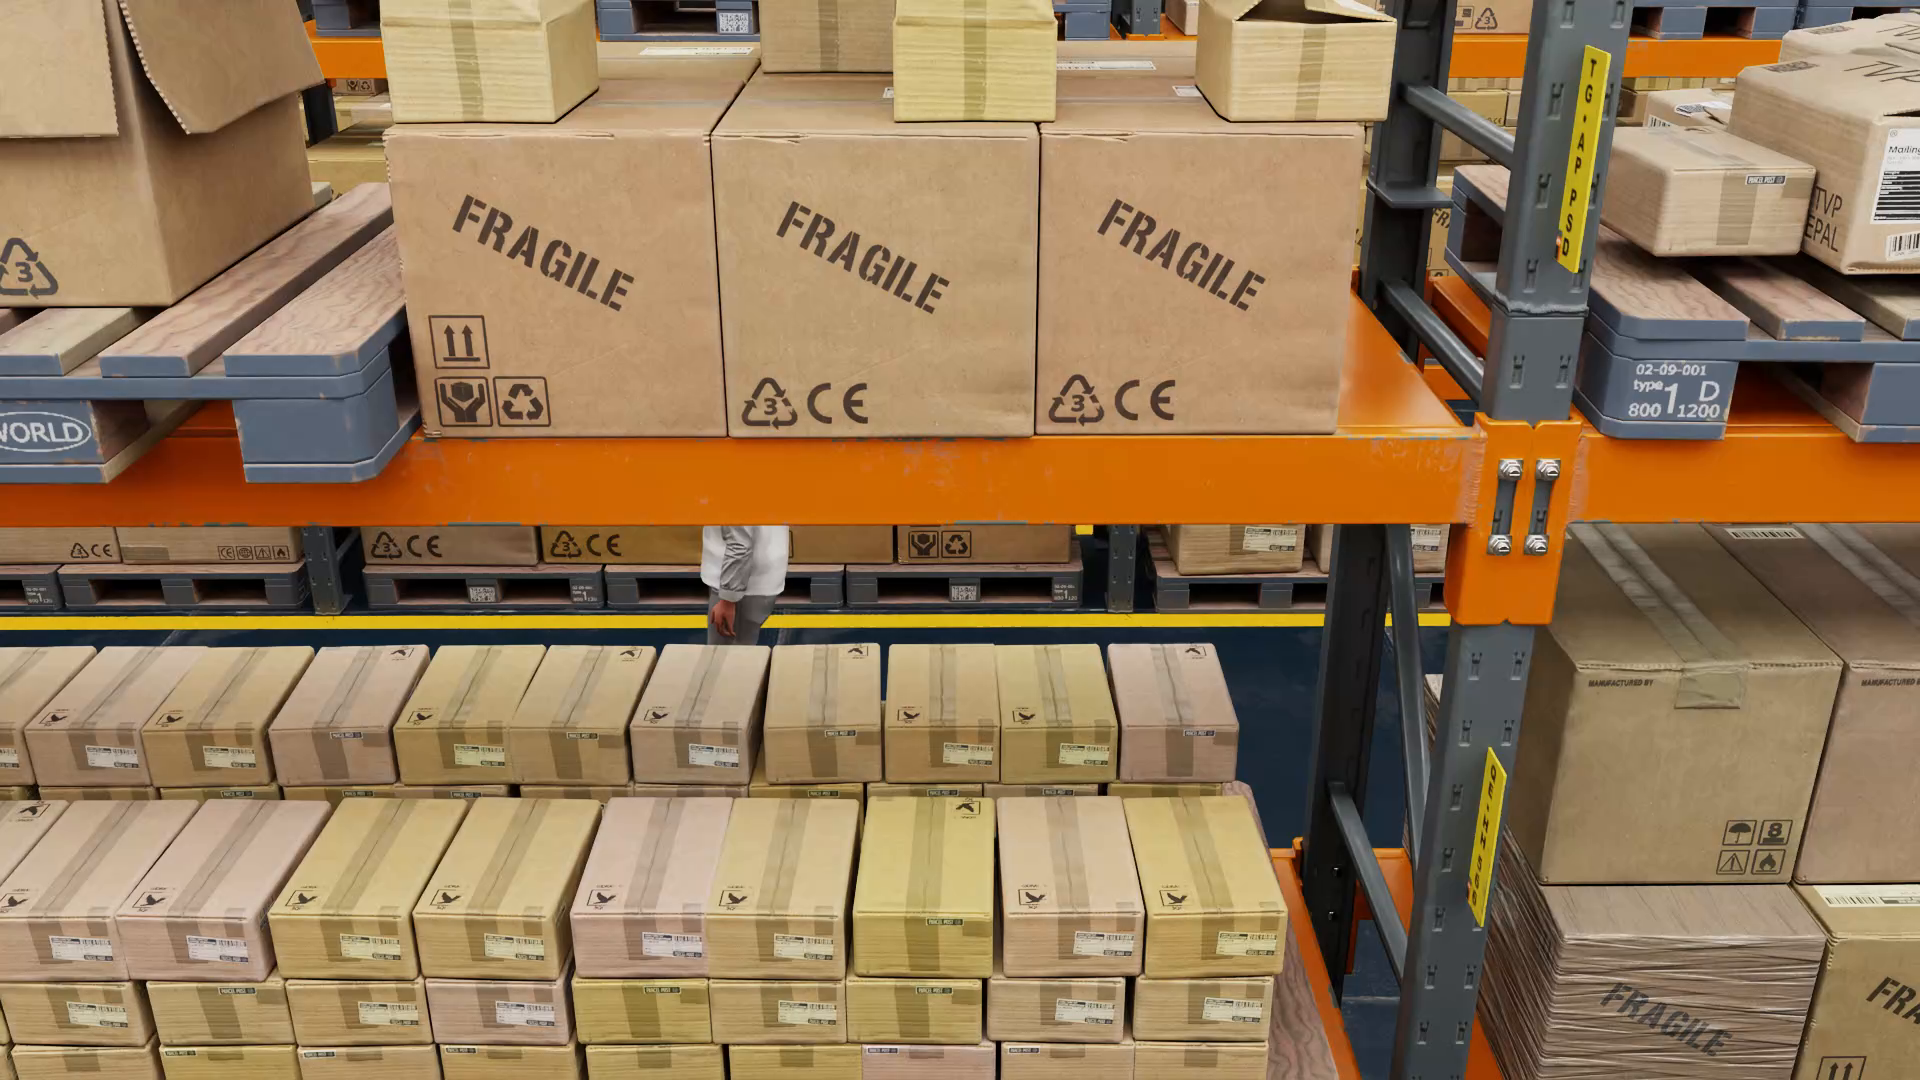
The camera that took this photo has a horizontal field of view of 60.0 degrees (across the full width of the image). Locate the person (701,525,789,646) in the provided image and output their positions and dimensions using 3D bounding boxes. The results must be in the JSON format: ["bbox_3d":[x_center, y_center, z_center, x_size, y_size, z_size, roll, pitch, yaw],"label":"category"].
[{"bbox_3d":[-0.920,0.145,6.747,0.464,1.767,0.590,-2,24,-4],"label":"person"}]
